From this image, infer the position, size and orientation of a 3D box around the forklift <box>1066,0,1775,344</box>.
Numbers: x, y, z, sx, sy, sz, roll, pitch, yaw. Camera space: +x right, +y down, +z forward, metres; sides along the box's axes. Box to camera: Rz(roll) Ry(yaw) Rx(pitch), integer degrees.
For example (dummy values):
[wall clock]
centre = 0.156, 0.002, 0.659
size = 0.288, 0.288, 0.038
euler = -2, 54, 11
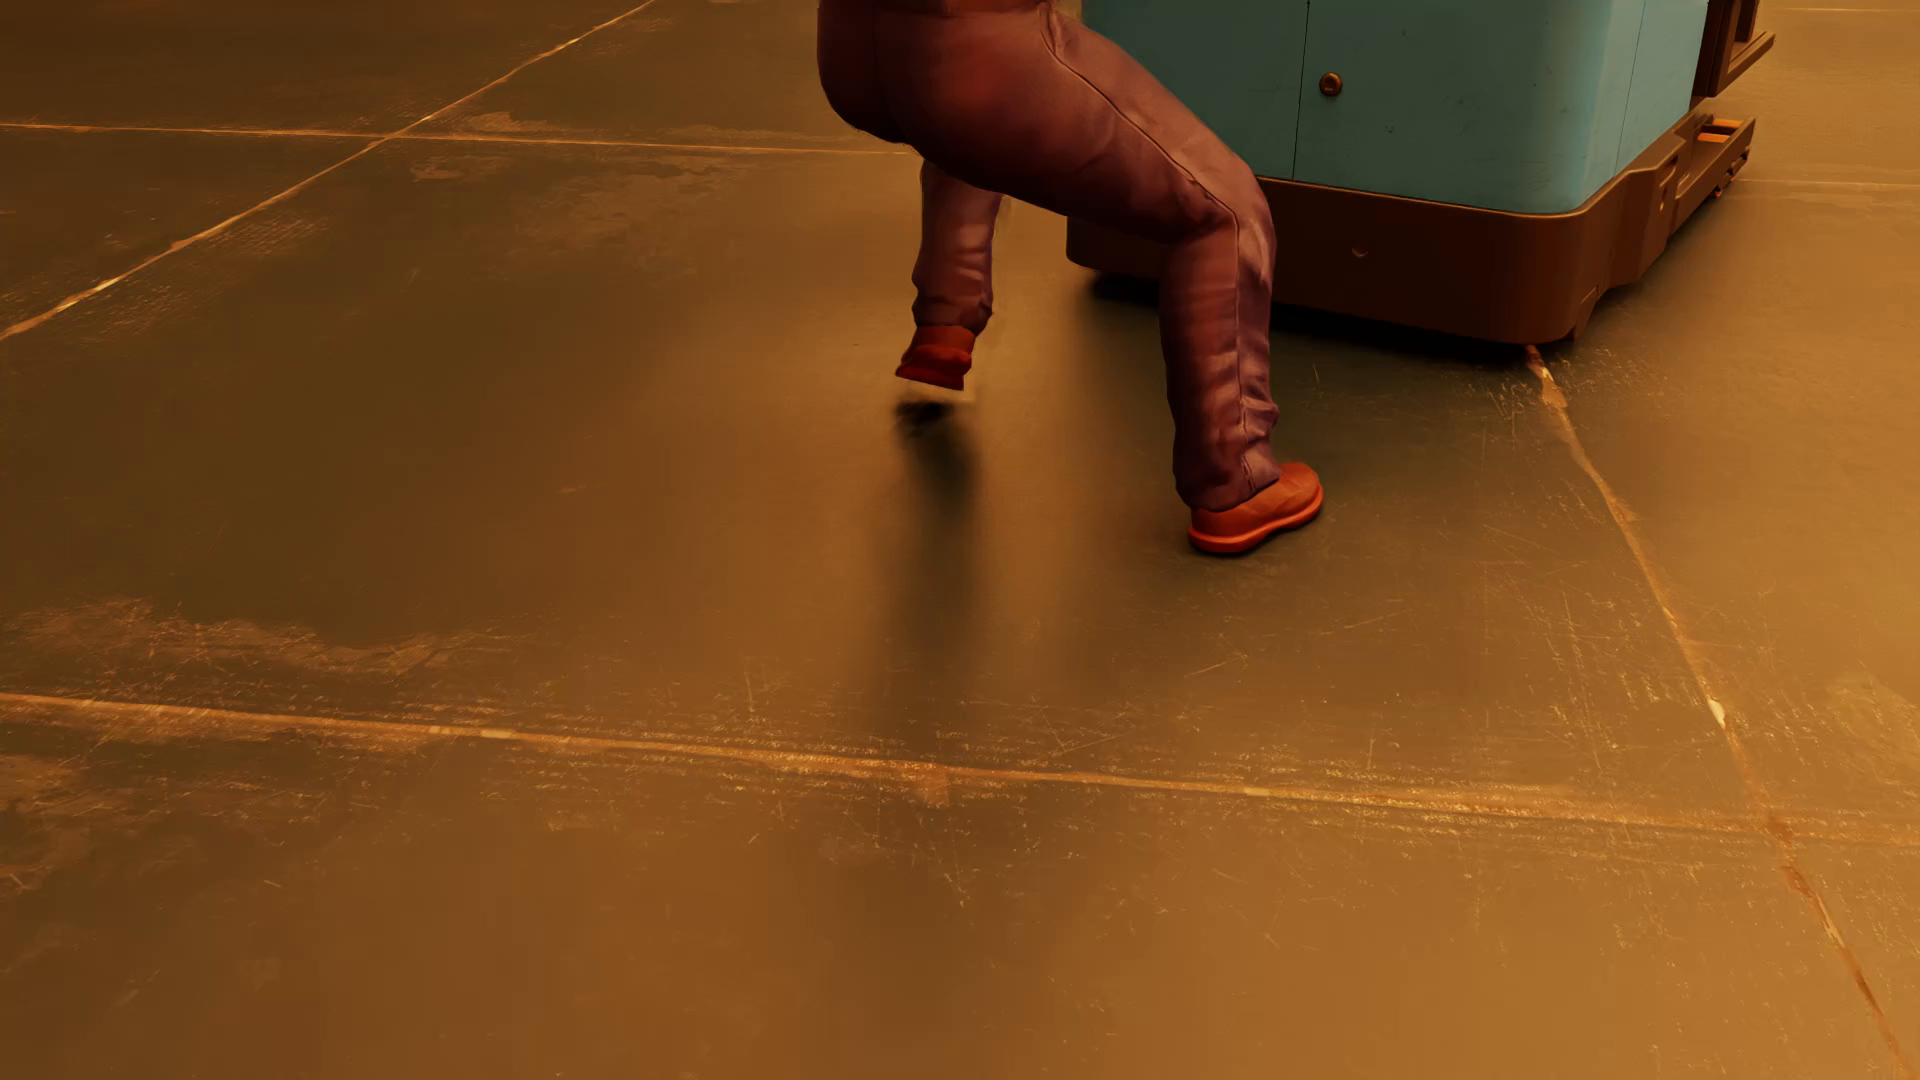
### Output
[forklift]
centre = 1.441, -2.284, 3.795
size = 1.130, 2.935, 3.031
euler = 16, 31, 29

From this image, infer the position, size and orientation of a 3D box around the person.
[person]
centre = 0.159, -0.793, 2.459
size = 0.706, 1.455, 0.909
euler = -21, 33, -35
